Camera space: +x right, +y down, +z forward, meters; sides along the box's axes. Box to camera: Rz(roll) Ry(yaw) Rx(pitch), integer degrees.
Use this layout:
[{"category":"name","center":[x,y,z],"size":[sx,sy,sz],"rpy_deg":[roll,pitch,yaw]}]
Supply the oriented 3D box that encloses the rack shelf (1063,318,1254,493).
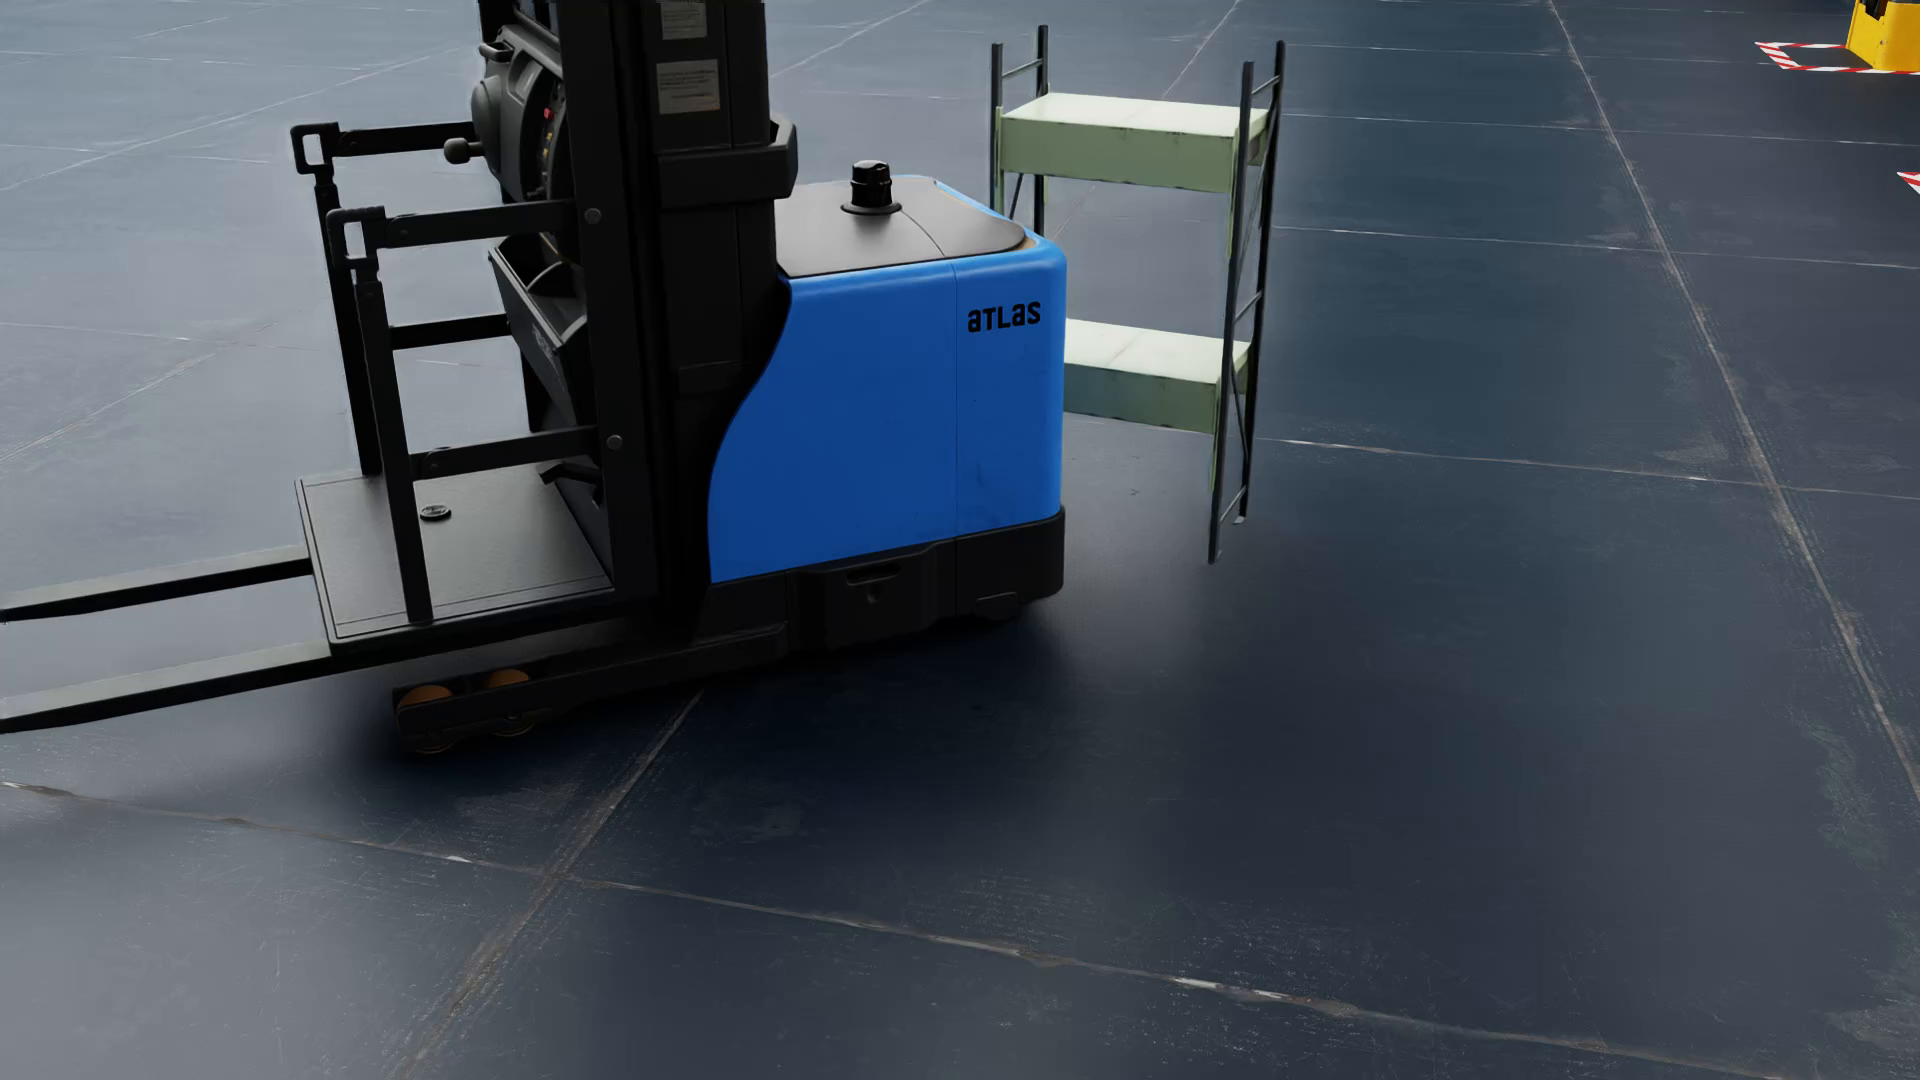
[{"category":"rack shelf","center":[0.514,-0.451,5.210],"size":[0.720,0.370,0.431],"rpy_deg":[11,27,21]}]

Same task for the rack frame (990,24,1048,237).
[{"category":"rack frame","center":[0.178,-0.808,5.203],"size":[0.023,1.500,0.400],"rpy_deg":[11,27,21]}]

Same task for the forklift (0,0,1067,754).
[{"category":"forklift","center":[-1.264,-1.050,4.046],"size":[3.031,2.935,1.130],"rpy_deg":[-11,28,-22]}]

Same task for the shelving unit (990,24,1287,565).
[{"category":"shelving unit","center":[0.514,-0.745,5.070],"size":[0.755,1.500,0.431],"rpy_deg":[11,27,21]}]

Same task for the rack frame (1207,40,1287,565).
[{"category":"rack frame","center":[0.849,-0.682,4.938],"size":[0.023,1.500,0.400],"rpy_deg":[11,27,21]}]

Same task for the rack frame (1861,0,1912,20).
[{"category":"rack frame","center":[7.349,-5.230,12.745],"size":[0.127,3.000,1.000],"rpy_deg":[6,26,13]}]

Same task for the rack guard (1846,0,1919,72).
[{"category":"rack guard","center":[7.423,-4.093,13.265],"size":[0.348,0.500,1.175],"rpy_deg":[6,26,13]}]

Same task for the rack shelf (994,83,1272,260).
[{"category":"rack shelf","center":[0.514,-1.097,4.903],"size":[0.720,0.370,0.431],"rpy_deg":[11,27,21]}]
